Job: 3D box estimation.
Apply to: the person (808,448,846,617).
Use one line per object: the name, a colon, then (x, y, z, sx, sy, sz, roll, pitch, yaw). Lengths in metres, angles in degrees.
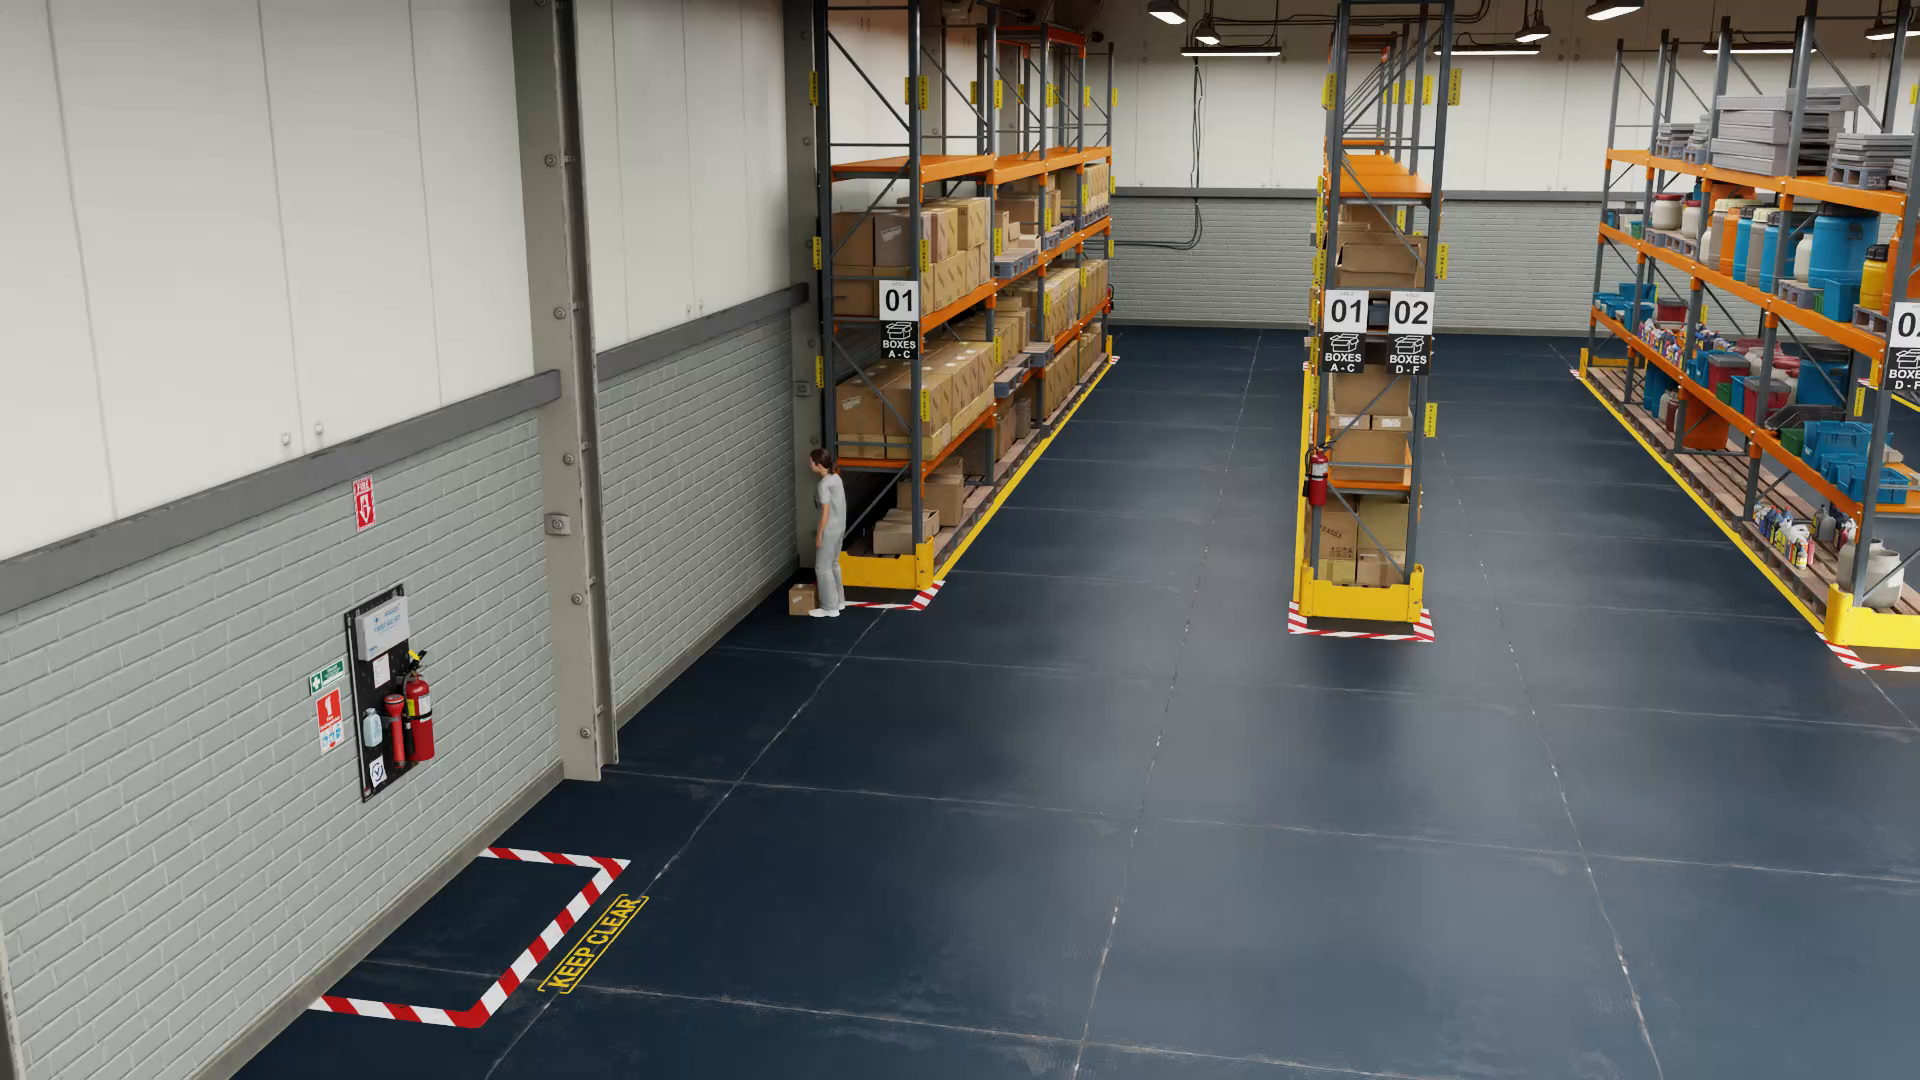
person: (-1.303, -0.084, 16.336, 0.360, 1.672, 0.485, 3, 15, 11)
